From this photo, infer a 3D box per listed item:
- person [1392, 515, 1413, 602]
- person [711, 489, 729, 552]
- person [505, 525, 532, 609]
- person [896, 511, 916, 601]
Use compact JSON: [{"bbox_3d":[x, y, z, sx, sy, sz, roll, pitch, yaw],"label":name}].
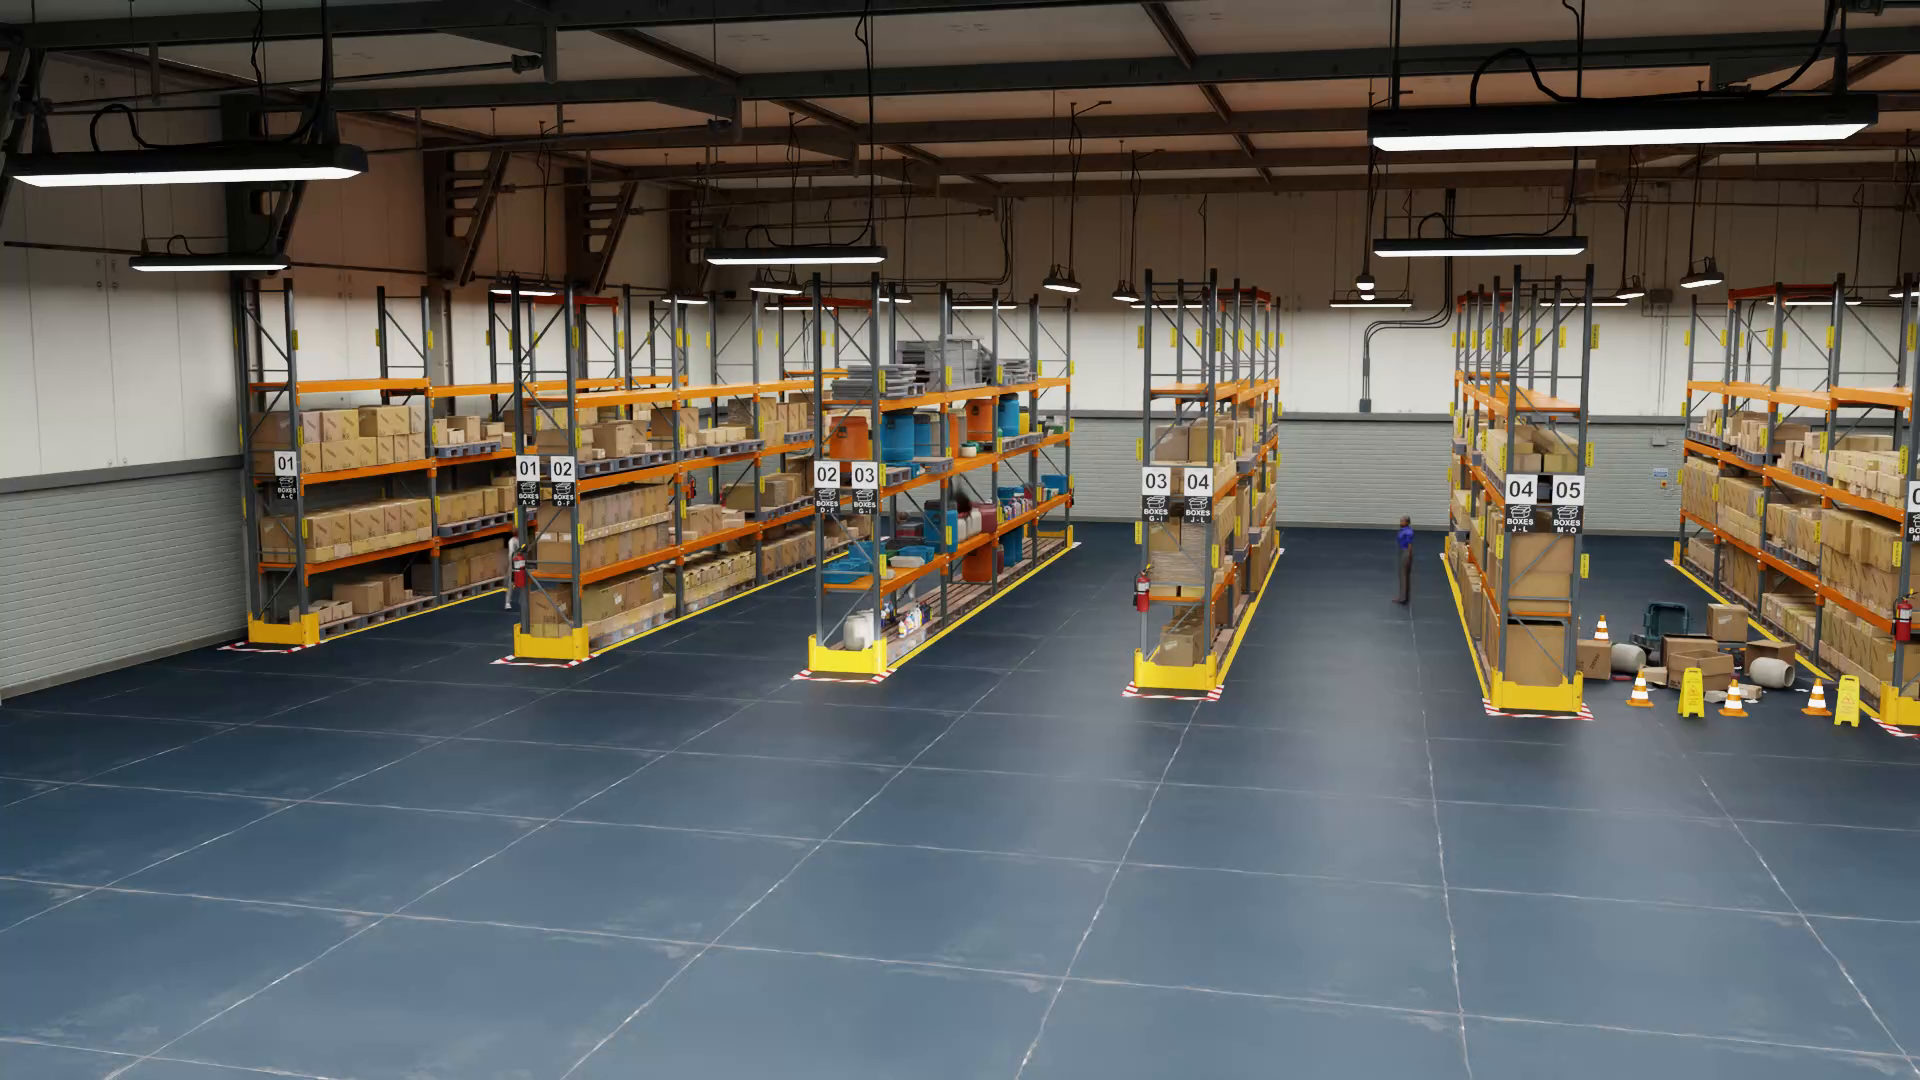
[{"bbox_3d":[8.537,0.345,32.063,0.375,1.671,0.498,2,7,13],"label":"person"},{"bbox_3d":[-5.501,-0.408,38.546,0.493,1.577,1.060,2,7,17],"label":"person"},{"bbox_3d":[-8.247,0.501,31.148,0.532,1.606,0.588,4,8,32],"label":"person"},{"bbox_3d":[-1.041,0.304,30.844,0.492,1.684,0.380,-1,7,-7],"label":"person"}]
